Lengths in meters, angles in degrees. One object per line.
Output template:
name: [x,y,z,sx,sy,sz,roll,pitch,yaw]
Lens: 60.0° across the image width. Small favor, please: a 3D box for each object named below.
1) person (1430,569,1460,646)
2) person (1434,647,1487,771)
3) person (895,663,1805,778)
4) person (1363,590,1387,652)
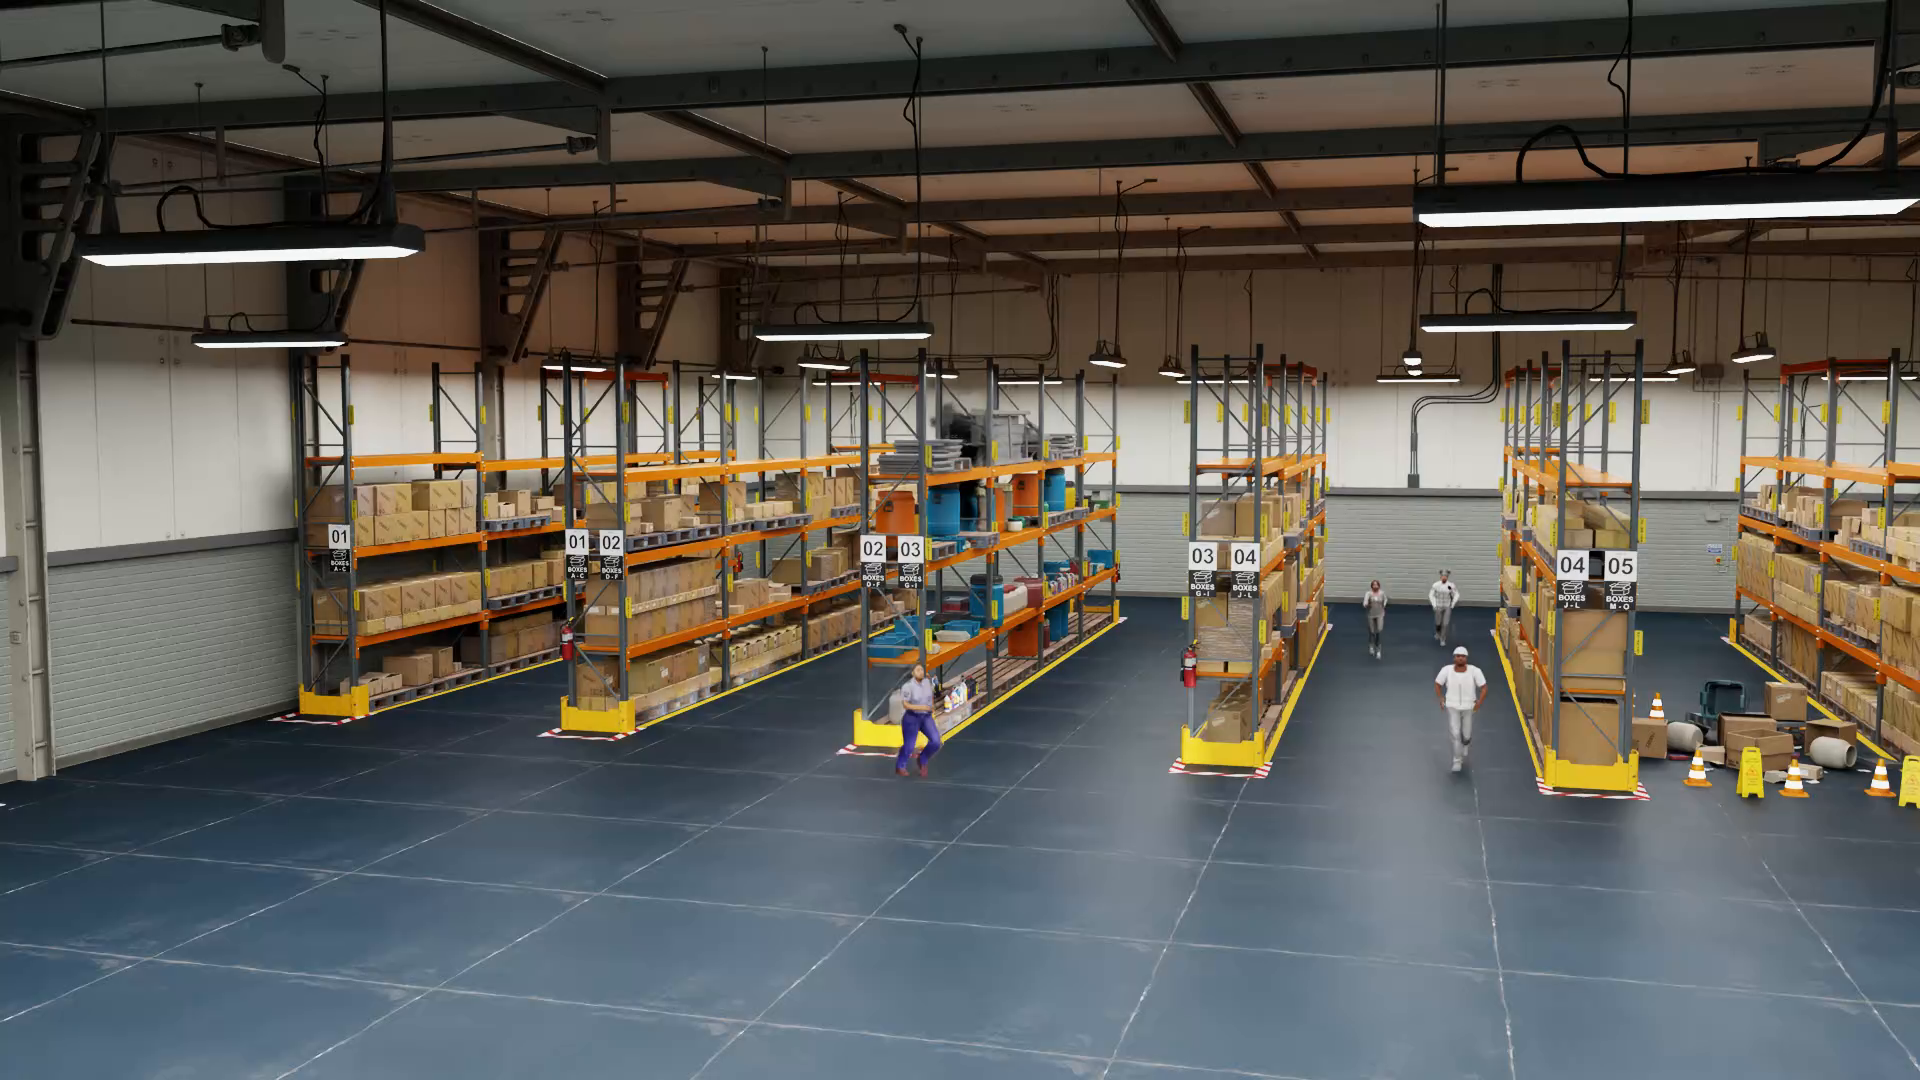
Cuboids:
person: [1.598,0.480,37.657,18.689,3.423,2.681,1,4,16]
person: [7.119,2.369,23.657,0.719,1.736,0.756,1,4,15]
person: [6.333,2.339,24.766,14.304,1.632,5.036,-3,5,-33]
person: [8.597,1.653,34.478,0.484,1.270,0.648,1,4,13]
